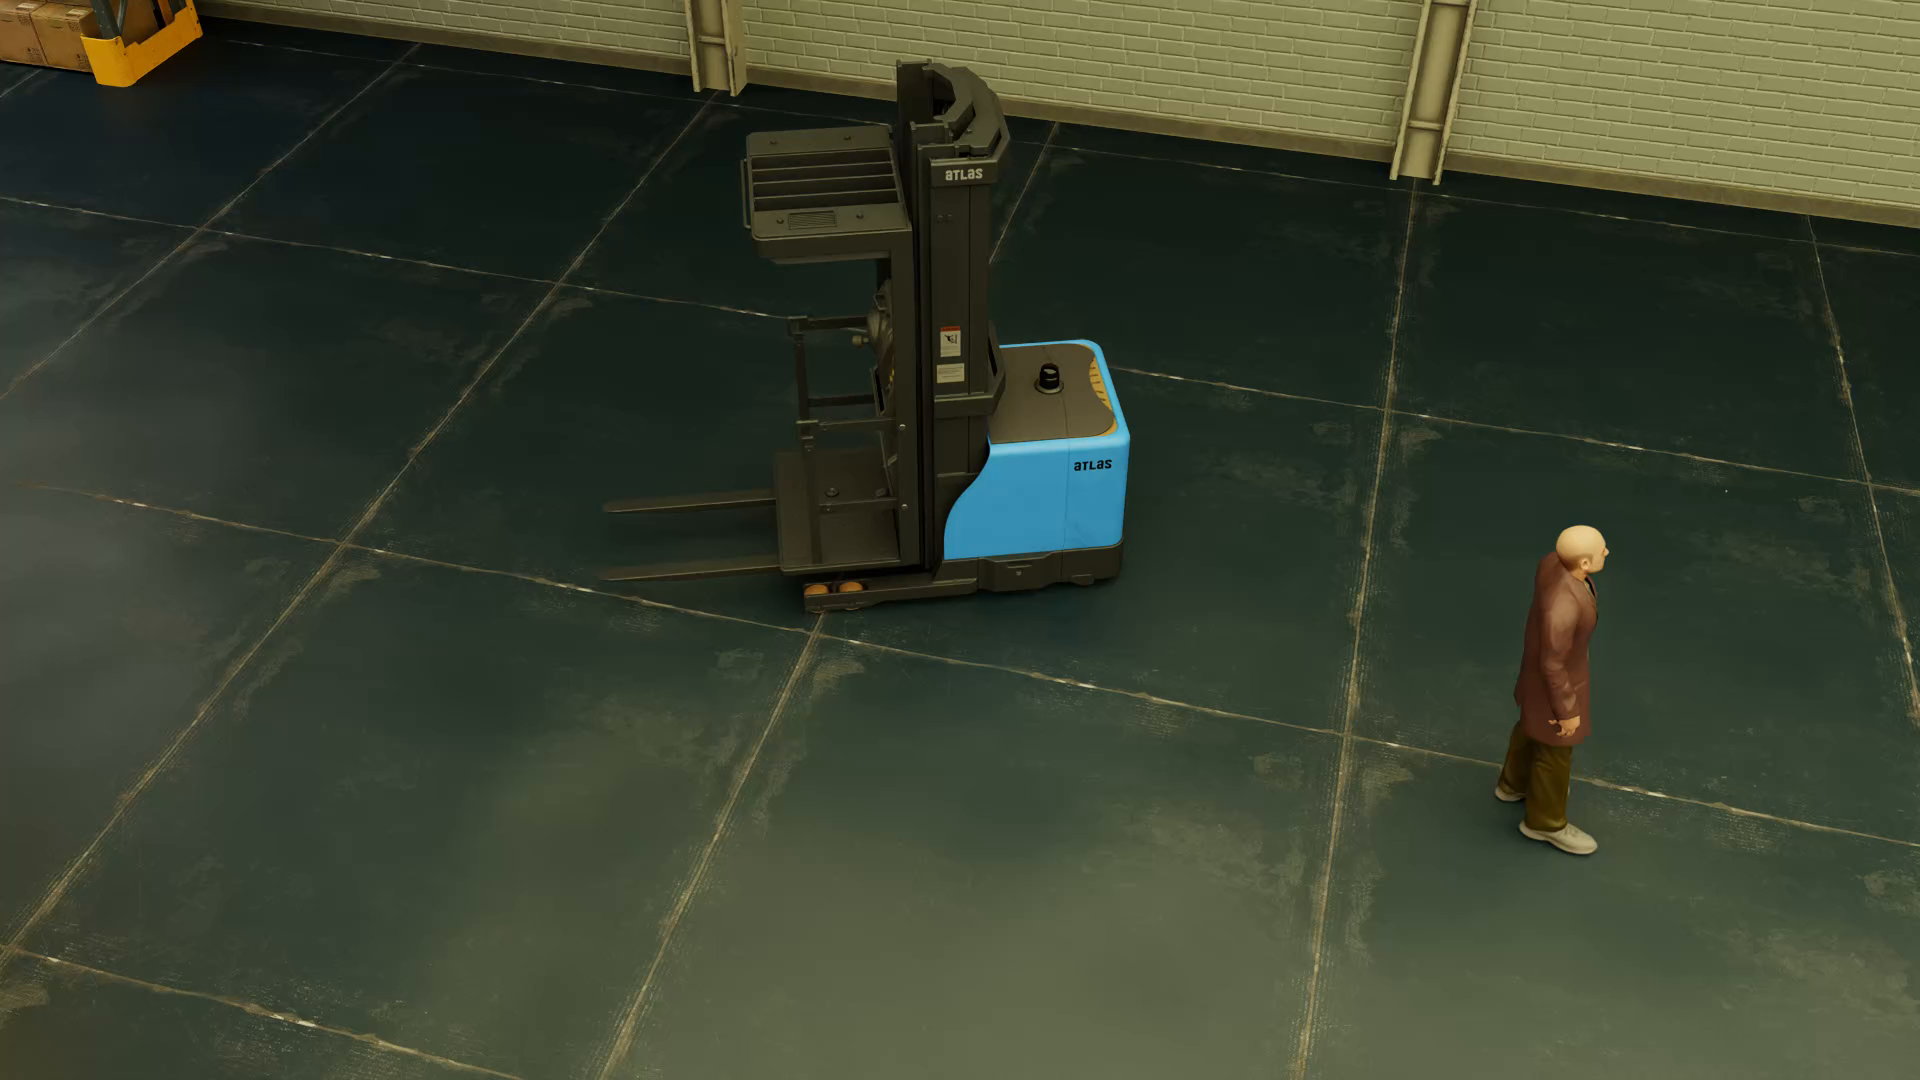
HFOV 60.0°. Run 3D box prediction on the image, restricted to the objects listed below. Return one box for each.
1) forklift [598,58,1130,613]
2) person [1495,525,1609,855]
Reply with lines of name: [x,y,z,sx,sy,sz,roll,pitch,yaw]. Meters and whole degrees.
forklift: [-0.604,-1.052,9.062,3.031,2.935,1.130,-5,41,-5]
person: [2.944,0.671,7.961,0.581,1.776,0.694,8,42,9]
